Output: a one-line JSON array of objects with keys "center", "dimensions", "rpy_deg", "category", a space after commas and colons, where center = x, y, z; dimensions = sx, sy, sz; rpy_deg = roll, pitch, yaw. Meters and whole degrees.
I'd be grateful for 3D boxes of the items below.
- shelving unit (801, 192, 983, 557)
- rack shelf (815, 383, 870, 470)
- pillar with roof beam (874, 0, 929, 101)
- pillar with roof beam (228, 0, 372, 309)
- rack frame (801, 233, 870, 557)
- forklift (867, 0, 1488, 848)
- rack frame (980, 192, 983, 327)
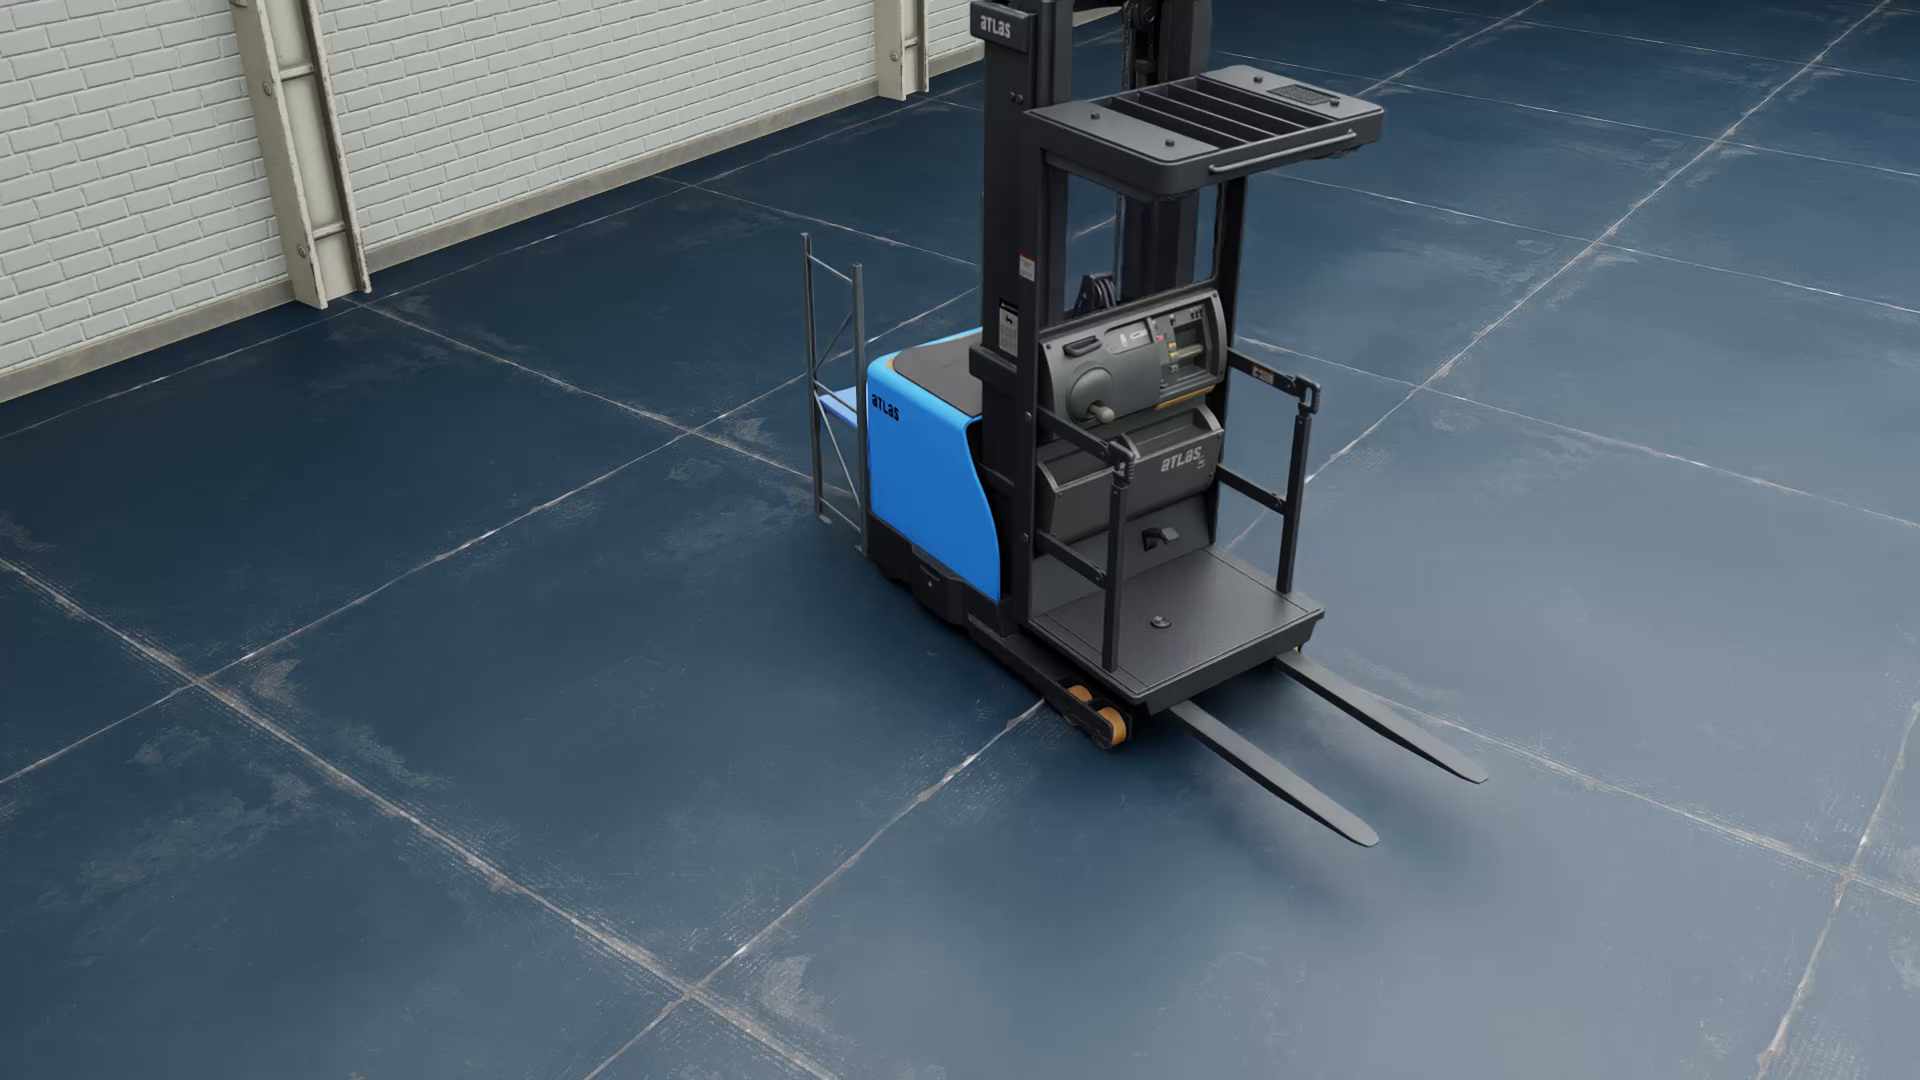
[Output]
[{"center": [-0.166, -0.818, 8.159], "dimensions": [1.048, 1.500, 0.538], "rpy_deg": [-19, 36, -29], "category": "shelving unit"}, {"center": [-0.166, -0.663, 8.251], "dimensions": [1.000, 0.185, 0.538], "rpy_deg": [-19, 36, -29], "category": "rack shelf"}, {"center": [2.911, -6.607, 10.572], "dimensions": [9.100, 9.000, 0.400], "rpy_deg": [21, 37, 31], "category": "pillar with roof beam"}, {"center": [-0.711, -4.168, 6.457], "dimensions": [9.100, 9.000, 0.400], "rpy_deg": [21, 37, 31], "category": "pillar with roof beam"}, {"center": [-0.586, -0.672, 7.913], "dimensions": [0.032, 1.500, 0.500], "rpy_deg": [-19, 36, -29], "category": "rack frame"}, {"center": [0.839, -0.691, 6.542], "dimensions": [1.130, 2.935, 3.031], "rpy_deg": [-21, 36, -31], "category": "forklift"}, {"center": [0.254, -0.964, 8.406], "dimensions": [0.032, 1.500, 0.500], "rpy_deg": [-19, 36, -29], "category": "rack frame"}]
